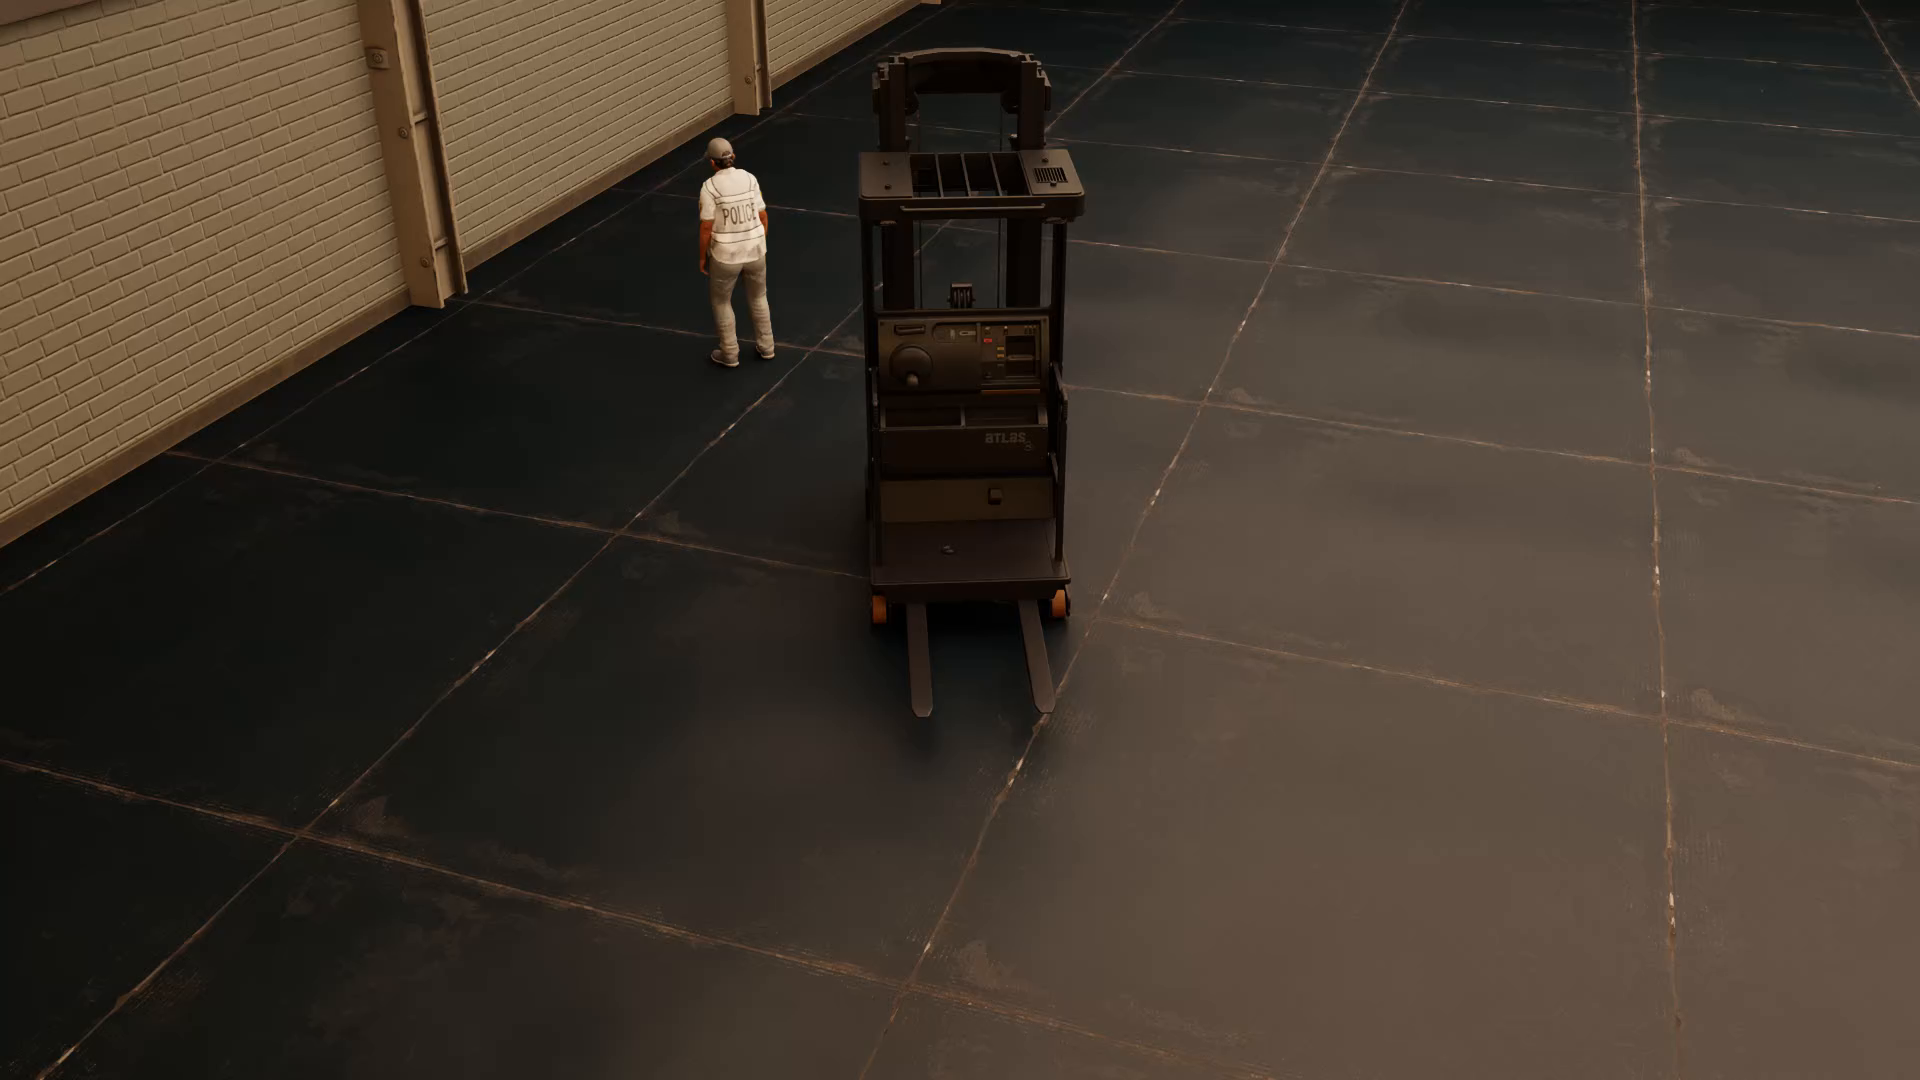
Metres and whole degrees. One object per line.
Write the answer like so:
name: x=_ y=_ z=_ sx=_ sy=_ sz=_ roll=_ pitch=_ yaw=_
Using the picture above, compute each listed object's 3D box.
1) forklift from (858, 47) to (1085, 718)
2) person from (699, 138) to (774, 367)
forklift: x=0.035 y=-0.972 z=8.842 sx=1.130 sy=2.935 sz=3.031 roll=-2 pitch=30 yaw=-3
person: x=-1.634 y=-2.085 z=12.073 sx=0.558 sy=1.667 sz=0.468 roll=-17 pitch=34 yaw=-27
